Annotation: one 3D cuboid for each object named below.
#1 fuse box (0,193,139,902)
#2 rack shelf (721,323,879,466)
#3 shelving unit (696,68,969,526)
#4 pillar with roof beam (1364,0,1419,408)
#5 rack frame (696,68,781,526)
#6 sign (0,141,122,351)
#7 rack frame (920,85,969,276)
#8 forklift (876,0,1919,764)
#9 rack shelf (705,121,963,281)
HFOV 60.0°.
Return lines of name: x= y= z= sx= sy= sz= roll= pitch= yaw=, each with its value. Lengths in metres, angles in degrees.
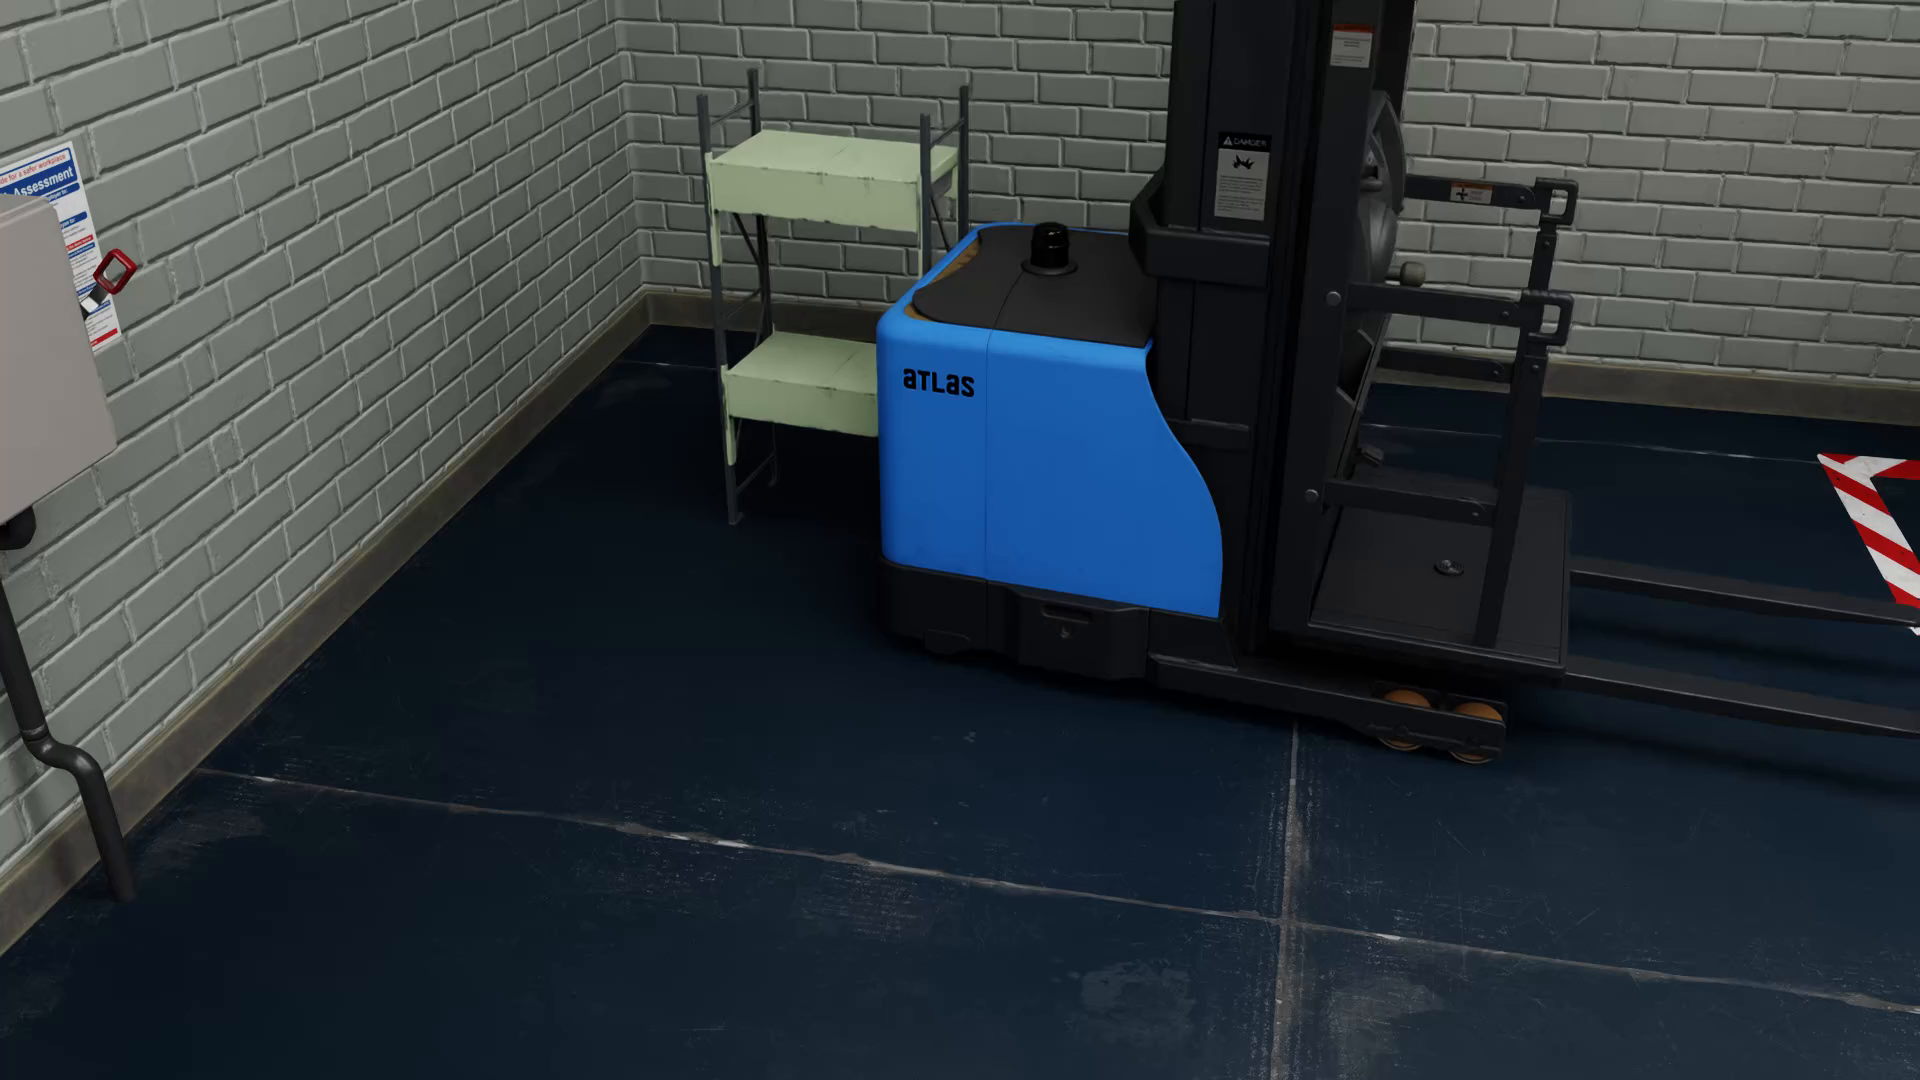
fuse box: x=-2.042 y=0.122 z=3.745 sx=0.414 sy=1.711 sz=0.539 roll=6 pitch=29 yaw=11
rack shelf: x=-0.392 y=-0.457 z=5.702 sx=0.720 sy=0.370 sz=0.431 roll=9 pitch=30 yaw=16
shelving unit: x=-0.392 y=-0.743 z=5.546 sx=0.755 sy=1.500 sz=0.431 roll=9 pitch=30 yaw=16
pillar with roof beam: x=0.582 y=-2.551 z=1.039 sx=0.400 sy=9.000 sz=9.100 roll=6 pitch=29 yaw=11
rack frame: x=-0.738 y=-0.800 z=5.649 sx=0.023 sy=1.500 sz=0.400 roll=9 pitch=30 yaw=16
sign: x=-2.141 y=-0.654 z=3.920 sx=0.001 sy=0.494 sz=0.329 roll=6 pitch=29 yaw=11
rack frame: x=-0.045 y=-0.687 z=5.443 sx=0.023 sy=1.500 sz=0.400 roll=9 pitch=30 yaw=16
forklift: x=1.322 y=-0.952 z=4.437 sx=3.031 sy=2.935 sz=1.130 roll=9 pitch=30 yaw=16
rack shelf: x=-0.392 y=-1.086 z=5.359 sx=0.720 sy=0.370 sz=0.431 roll=9 pitch=30 yaw=16
